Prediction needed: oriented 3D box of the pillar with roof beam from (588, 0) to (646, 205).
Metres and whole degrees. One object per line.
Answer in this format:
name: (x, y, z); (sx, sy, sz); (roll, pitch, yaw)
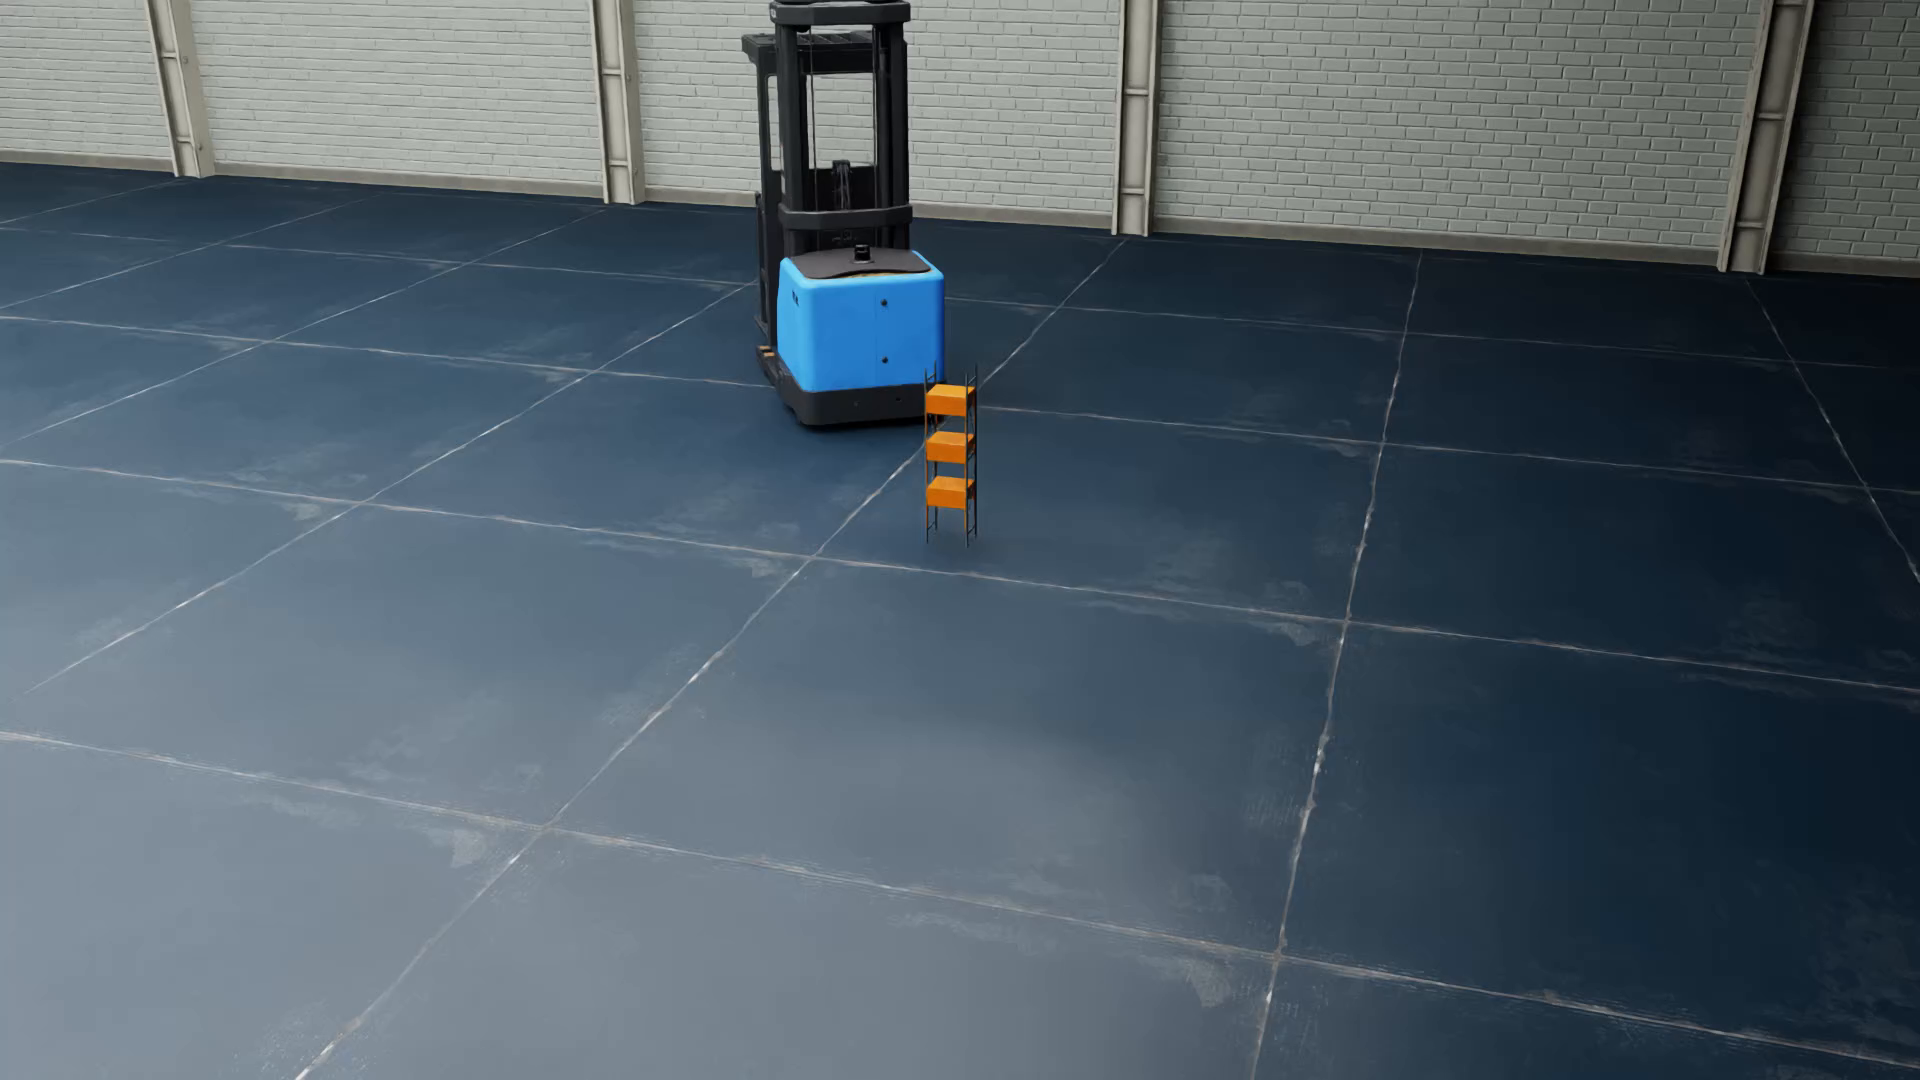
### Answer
pillar with roof beam: (-5.143, -6.544, 13.866); (0.400, 9.000, 9.100); (7, 23, 16)

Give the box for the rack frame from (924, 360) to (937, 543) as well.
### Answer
rack frame: (-0.168, -0.505, 9.618); (0.008, 1.050, 0.200); (7, 23, 16)

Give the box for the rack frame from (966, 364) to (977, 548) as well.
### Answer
rack frame: (0.066, -0.478, 9.552); (0.008, 1.050, 0.200); (7, 23, 16)

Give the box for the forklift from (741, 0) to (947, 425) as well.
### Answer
forklift: (-0.982, -2.683, 12.448); (1.130, 2.935, 3.031); (-6, 23, -14)

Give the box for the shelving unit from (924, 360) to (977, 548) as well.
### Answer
shelving unit: (-0.051, -0.492, 9.585); (0.252, 1.050, 0.215); (7, 23, 16)

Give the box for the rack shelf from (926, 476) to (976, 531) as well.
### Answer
rack shelf: (-0.051, -0.225, 9.695); (0.240, 0.259, 0.215); (7, 23, 16)

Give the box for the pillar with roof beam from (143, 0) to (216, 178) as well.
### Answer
pillar with roof beam: (-10.887, -7.202, 15.469); (0.400, 9.000, 9.100); (7, 23, 16)

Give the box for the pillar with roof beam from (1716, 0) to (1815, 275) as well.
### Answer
pillar with roof beam: (6.346, -5.228, 10.659); (0.400, 9.000, 9.100); (7, 23, 16)

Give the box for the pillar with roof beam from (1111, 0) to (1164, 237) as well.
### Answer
pillar with roof beam: (0.601, -5.886, 12.262); (0.400, 9.000, 9.100); (7, 23, 16)

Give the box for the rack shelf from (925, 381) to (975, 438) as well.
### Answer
rack shelf: (-0.051, -0.744, 9.481); (0.240, 0.259, 0.215); (7, 23, 16)

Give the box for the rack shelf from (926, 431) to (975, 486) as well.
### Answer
rack shelf: (-0.051, -0.482, 9.589); (0.240, 0.259, 0.215); (7, 23, 16)
